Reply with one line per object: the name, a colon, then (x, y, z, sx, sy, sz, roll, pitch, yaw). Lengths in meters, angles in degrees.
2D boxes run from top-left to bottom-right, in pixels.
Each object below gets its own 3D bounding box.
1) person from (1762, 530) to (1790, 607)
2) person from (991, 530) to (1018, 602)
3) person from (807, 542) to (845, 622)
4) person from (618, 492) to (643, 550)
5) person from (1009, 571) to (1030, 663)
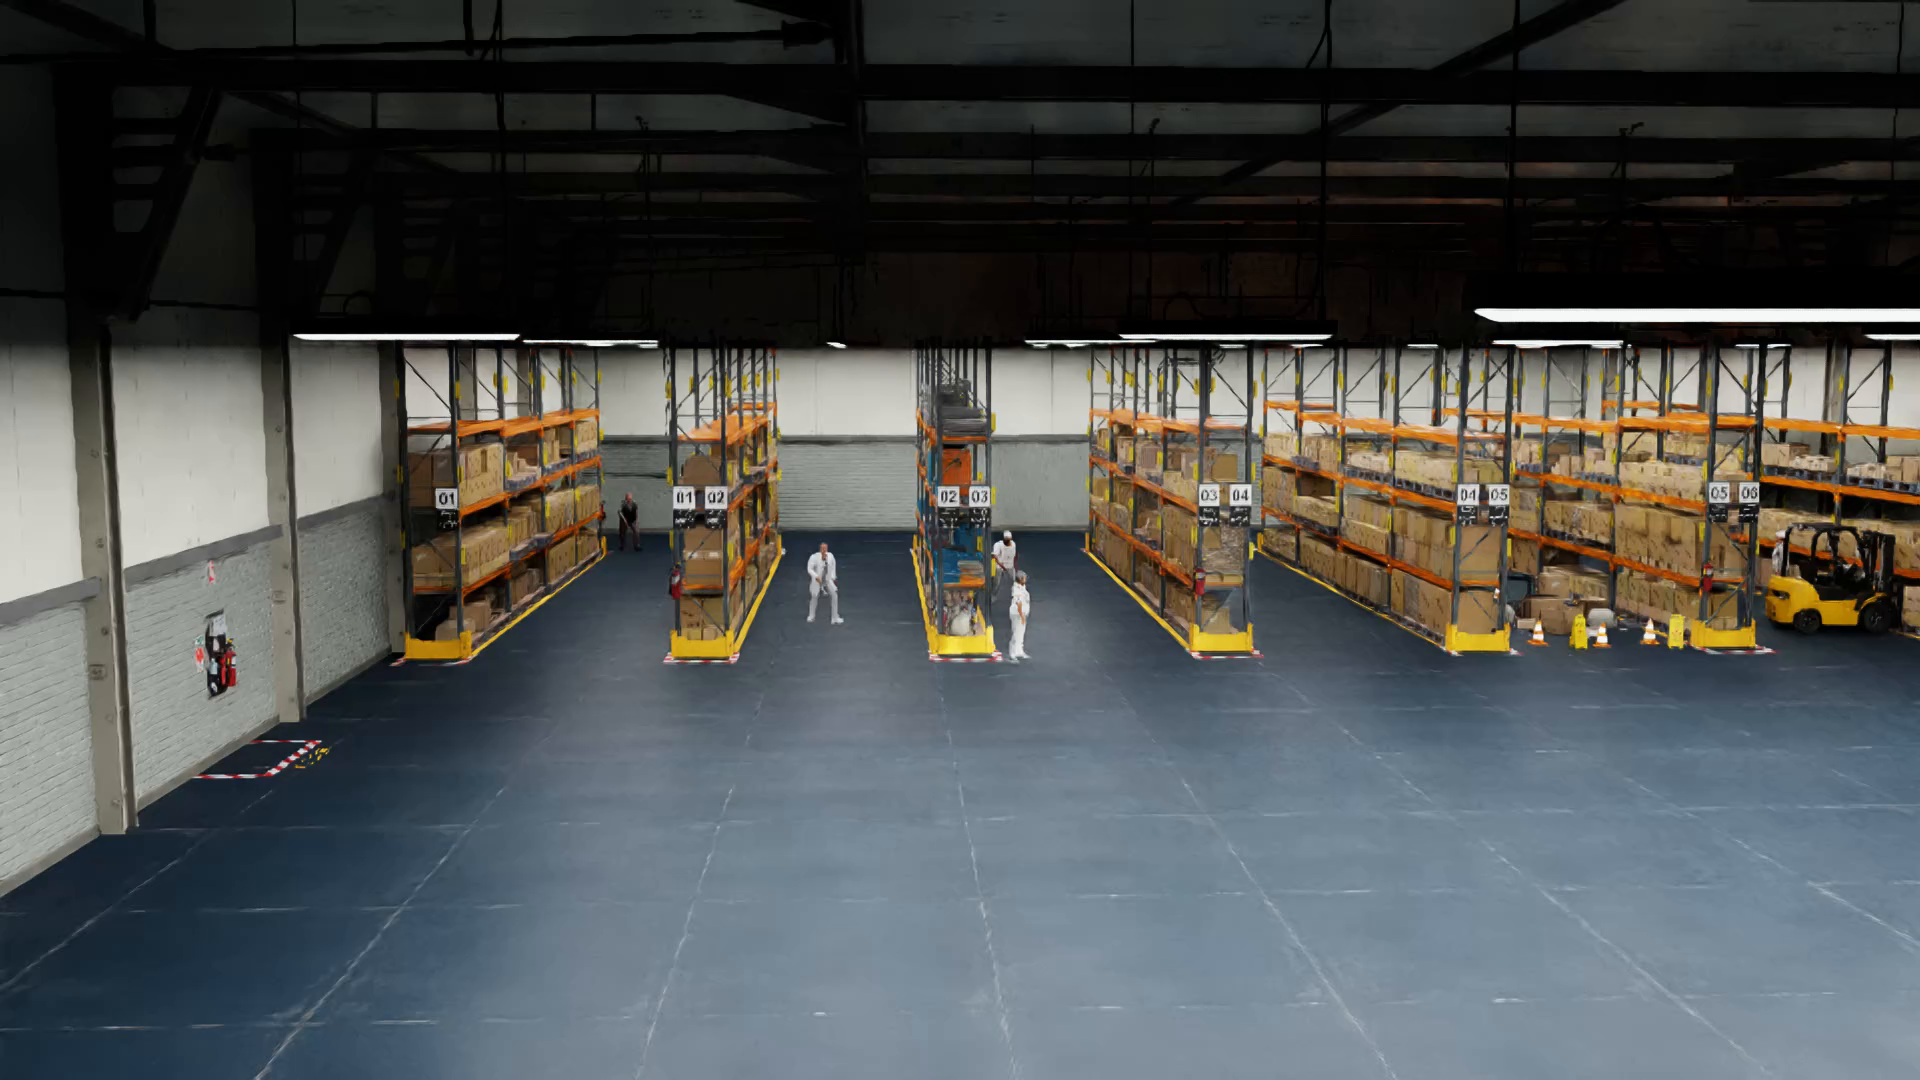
person: (18.101, 0.653, 36.784, 0.576, 1.768, 0.625, 3, 7, 23)
person: (1.016, 0.607, 37.600, 0.699, 1.705, 0.840, -2, 7, -20)
person: (-2.902, 0.878, 35.105, 0.735, 1.712, 0.905, -2, 7, -19)
person: (-9.537, -0.545, 47.825, 0.648, 1.672, 0.748, -4, 8, -30)
person: (1.096, 1.396, 30.752, 0.386, 1.671, 0.659, 1, 7, 5)
